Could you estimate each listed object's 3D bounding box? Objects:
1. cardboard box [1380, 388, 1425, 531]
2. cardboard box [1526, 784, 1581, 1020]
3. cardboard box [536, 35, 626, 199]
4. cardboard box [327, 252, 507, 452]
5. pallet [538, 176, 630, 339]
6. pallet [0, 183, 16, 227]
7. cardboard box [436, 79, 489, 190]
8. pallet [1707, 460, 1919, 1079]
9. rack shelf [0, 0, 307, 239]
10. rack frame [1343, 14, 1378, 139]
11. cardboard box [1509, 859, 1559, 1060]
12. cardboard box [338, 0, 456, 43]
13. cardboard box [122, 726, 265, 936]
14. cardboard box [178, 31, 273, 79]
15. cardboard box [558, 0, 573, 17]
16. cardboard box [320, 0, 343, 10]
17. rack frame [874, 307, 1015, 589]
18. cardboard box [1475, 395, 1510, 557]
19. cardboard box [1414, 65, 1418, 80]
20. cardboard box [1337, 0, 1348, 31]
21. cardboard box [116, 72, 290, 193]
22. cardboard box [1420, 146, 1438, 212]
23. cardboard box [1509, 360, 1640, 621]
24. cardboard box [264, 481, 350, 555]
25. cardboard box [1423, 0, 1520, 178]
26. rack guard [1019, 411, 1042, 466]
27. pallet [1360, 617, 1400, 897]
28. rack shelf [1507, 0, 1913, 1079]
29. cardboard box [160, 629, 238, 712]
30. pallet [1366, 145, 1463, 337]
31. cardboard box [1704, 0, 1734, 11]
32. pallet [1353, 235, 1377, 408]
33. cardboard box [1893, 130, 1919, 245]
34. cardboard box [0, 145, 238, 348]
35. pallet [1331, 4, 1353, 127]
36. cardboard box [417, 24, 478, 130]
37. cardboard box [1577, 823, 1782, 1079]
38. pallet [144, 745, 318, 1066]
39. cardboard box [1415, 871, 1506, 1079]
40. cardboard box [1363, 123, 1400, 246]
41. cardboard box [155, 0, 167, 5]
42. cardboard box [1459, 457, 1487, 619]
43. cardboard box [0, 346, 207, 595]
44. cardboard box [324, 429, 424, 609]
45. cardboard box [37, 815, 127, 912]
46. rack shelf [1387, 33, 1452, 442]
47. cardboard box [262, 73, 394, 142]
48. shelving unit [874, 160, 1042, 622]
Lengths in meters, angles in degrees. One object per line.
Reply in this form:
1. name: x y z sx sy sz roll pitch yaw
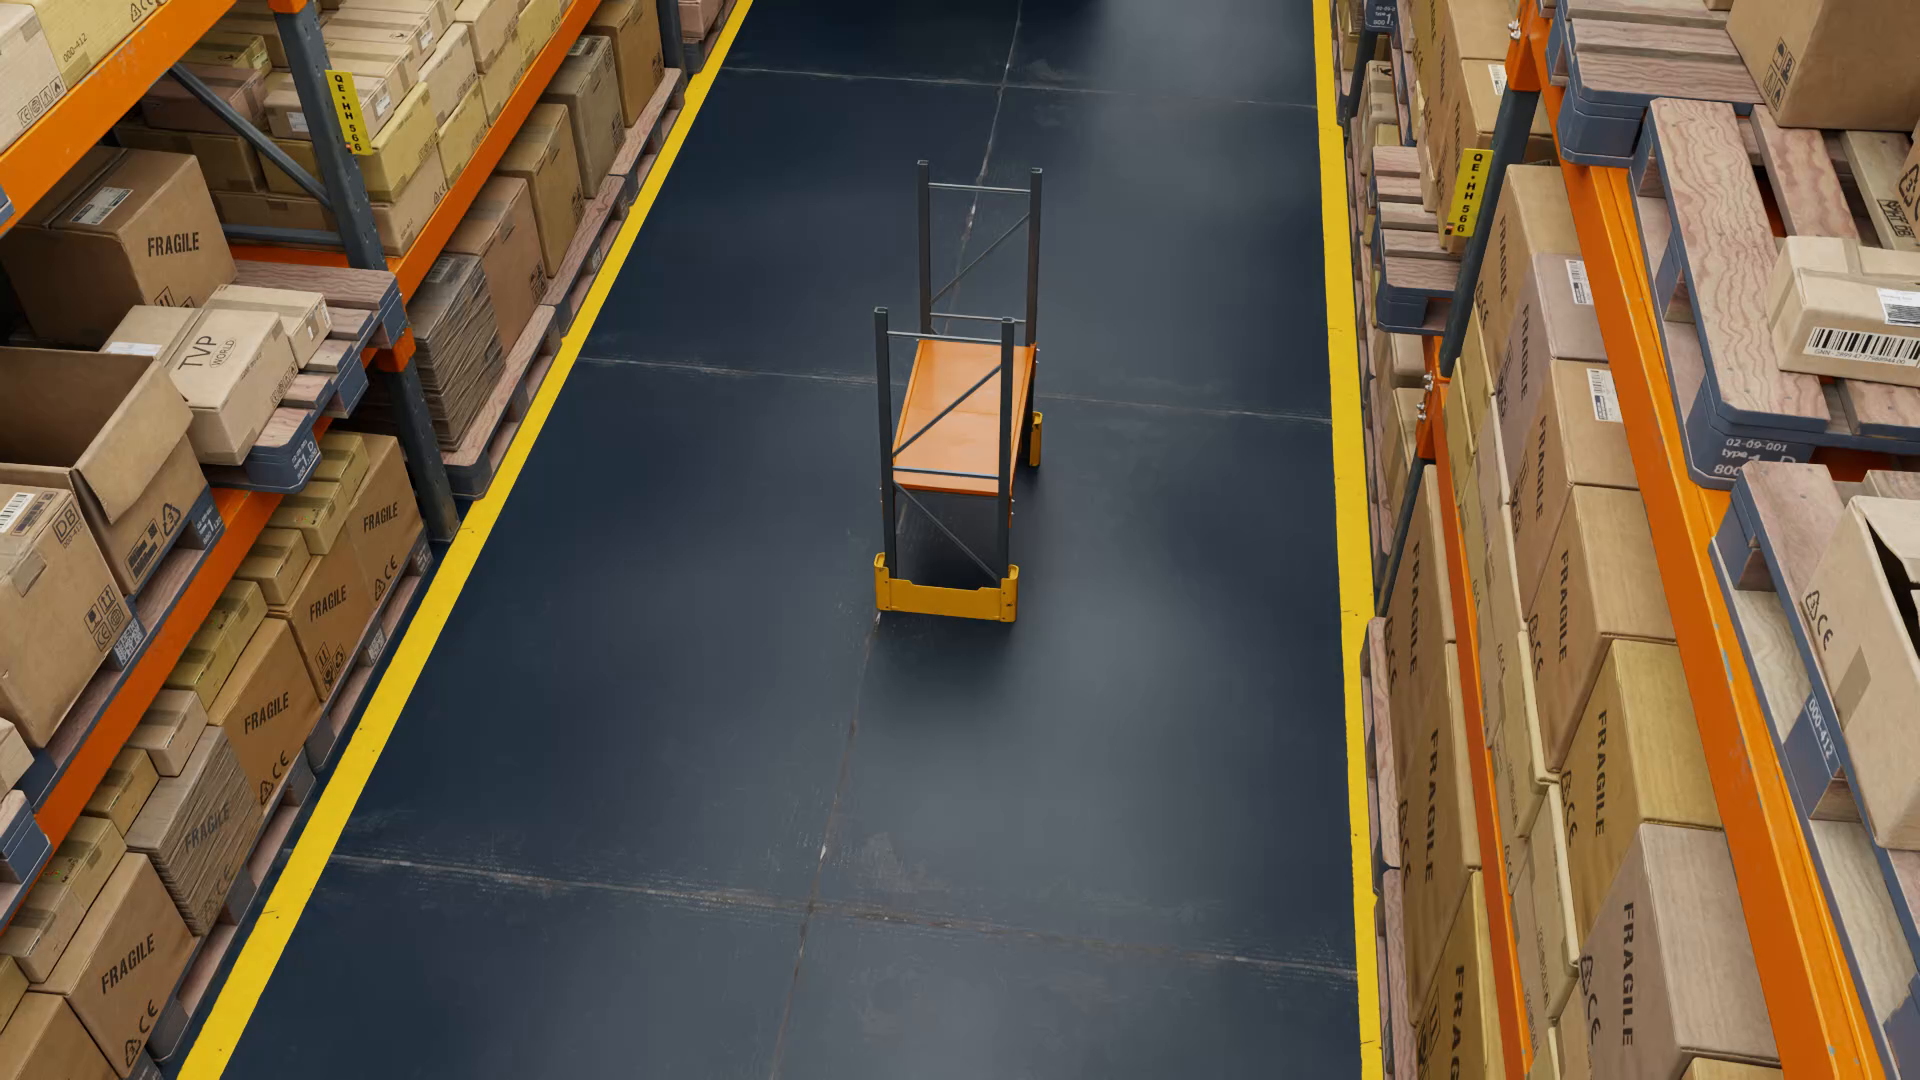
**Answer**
1. cardboard box: 2.307 -0.292 6.983 0.950 0.372 0.625 3 43 3
2. cardboard box: 1.632 0.872 3.893 0.500 0.250 0.500 6 44 7
3. cardboard box: -2.338 -2.290 8.908 0.875 0.625 0.625 5 44 5
4. cardboard box: -2.603 -0.872 7.411 0.875 0.625 0.625 7 44 7
5. pallet: -2.387 -1.532 8.715 1.003 0.211 1.213 5 44 6
6. pallet: -2.938 -0.598 3.655 1.213 0.211 1.003 5 44 6
7. cardboard box: -2.326 -1.726 7.001 0.500 0.250 0.500 4 44 5
8. pallet: 1.765 0.367 2.638 0.805 0.209 1.217 4 44 4
9. rack shelf: -2.963 -0.623 4.068 1.077 0.370 4.000 5 44 6
10. rack frame: 2.751 -3.436 8.697 1.000 3.000 0.127 5 44 6
11. cardboard box: 1.657 1.053 4.065 0.500 0.250 0.500 4 44 4
12. cardboard box: -2.300 -2.159 6.804 0.380 0.149 0.250 6 44 6
13. cardboard box: -2.735 0.957 5.570 0.500 0.500 0.500 4 44 4
14. cardboard box: -2.932 -1.859 6.487 0.380 0.149 0.250 6 44 7
15. cardboard box: -2.134 -2.784 8.118 0.500 0.250 0.500 5 44 6
16. cardboard box: -2.763 -2.374 7.031 0.380 0.149 0.250 5 44 5
17. rack frame: -0.056 -0.256 6.430 0.500 1.500 0.032 5 44 6
18. cardboard box: 1.841 -0.162 4.985 0.500 0.250 0.500 6 44 7
19. cardboard box: 2.158 -2.079 7.141 0.380 0.149 0.250 4 44 4
20. cardboard box: 2.623 -3.381 10.333 0.500 0.250 0.500 4 44 4
21. cardboard box: -2.915 -1.617 6.521 0.500 0.250 0.500 6 44 6
22. cardboard box: 1.985 -1.381 6.404 0.380 0.149 0.250 5 44 5
23. cardboard box: 1.775 -0.105 4.379 0.500 0.500 0.500 6 44 7
24. cardboard box: -2.518 -0.090 6.204 0.380 0.149 0.250 3 44 3
25. cardboard box: 2.064 -1.695 6.264 0.500 0.500 0.500 5 44 5
26. rack guard: 0.076 -0.482 7.577 0.587 0.250 0.087 5 44 6
27. pallet: 2.043 0.833 6.216 1.003 0.211 1.213 5 44 6
28. rack shelf: 1.958 -0.175 3.594 1.077 0.370 4.000 5 44 6
29. cardboard box: -2.709 0.431 5.654 0.380 0.149 0.250 5 44 5
30. pallet: 2.211 -1.135 6.407 1.213 0.211 1.003 5 44 6
31. cardboard box: 2.322 -1.718 4.321 0.797 0.503 0.637 3 44 3
32. pallet: 2.490 -1.059 8.215 1.003 0.211 1.213 5 44 6
33. cardboard box: 2.276 -0.760 3.311 0.500 0.500 0.500 6 44 6
34. cardboard box: -2.922 -1.011 5.757 0.500 0.500 0.500 7 44 7
35. pallet: 2.804 -2.884 10.142 1.003 0.211 1.213 5 44 6
36. cardboard box: -2.330 -1.907 6.828 0.500 0.250 0.500 7 44 7
37. cardboard box: 1.564 0.936 3.279 0.500 0.500 0.500 6 44 6
38. pallet: -2.999 1.189 5.841 1.003 0.211 1.213 5 44 6
39. cardboard box: 1.807 1.589 4.630 0.875 0.875 0.875 6 44 7
40. cardboard box: 2.592 -1.786 8.560 0.950 0.372 0.625 8 44 8
41. cardboard box: -2.526 -1.821 4.919 0.500 0.250 0.500 4 44 4
42. cardboard box: 1.857 0.007 5.170 0.500 0.250 0.500 4 44 4
43. cardboard box: -2.731 -0.219 4.919 0.797 0.503 0.637 4 44 5
44. cardboard box: -2.542 -0.095 6.682 0.500 0.500 0.500 6 44 7
45. cardboard box: -2.806 0.972 5.083 0.380 0.149 0.250 7 44 7
46. rack shelf: 2.486 -1.812 7.505 1.077 0.370 4.000 5 44 6
47. cardboard box: -2.365 -1.621 6.235 0.380 0.149 0.250 6 44 7
48. shelving unit: 0.010 -0.597 6.789 0.587 1.500 1.083 5 44 6
